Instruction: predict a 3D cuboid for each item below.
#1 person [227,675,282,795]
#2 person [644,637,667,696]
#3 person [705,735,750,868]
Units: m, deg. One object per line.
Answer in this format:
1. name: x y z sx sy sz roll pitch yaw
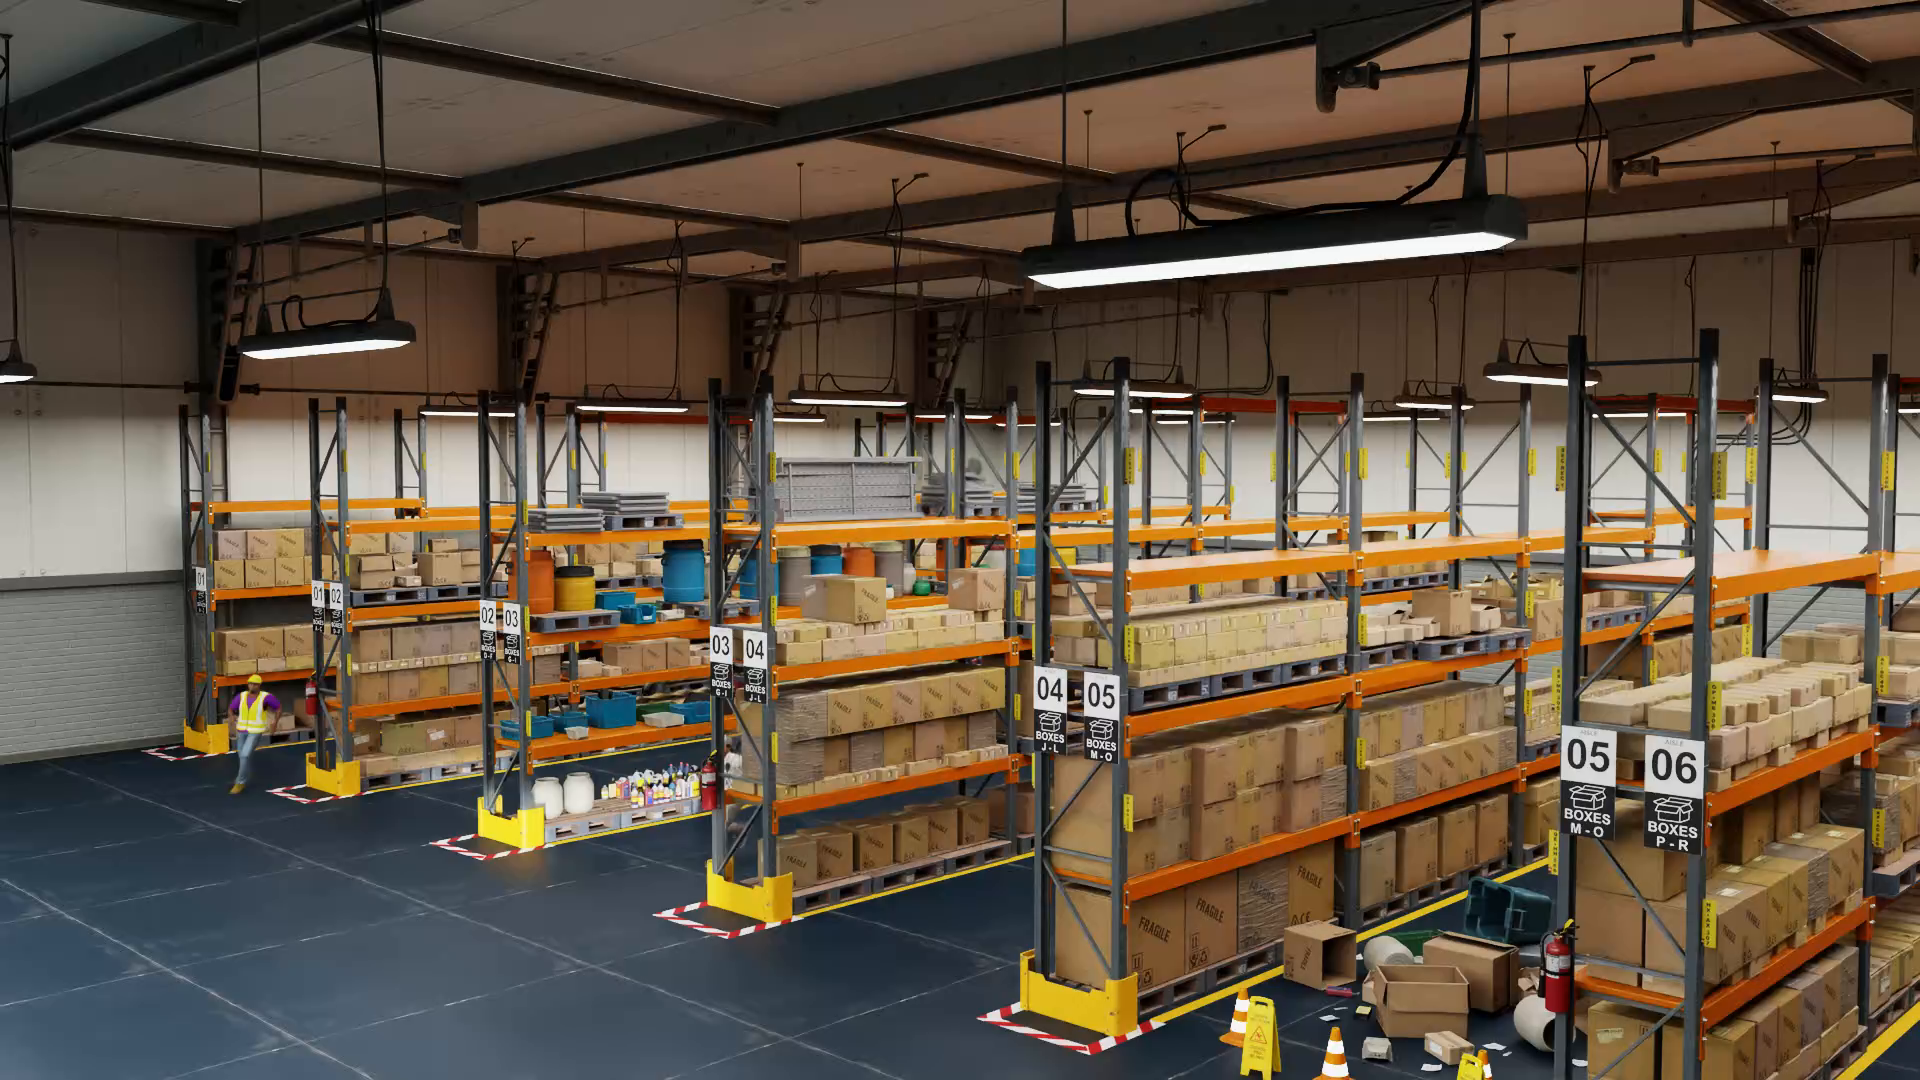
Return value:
1. person: -10.866 2.949 25.479 0.757 1.770 0.874 0 3 3
2. person: -5.939 2.670 32.501 0.569 1.548 0.681 2 4 39
3. person: -2.886 3.261 20.920 0.630 1.651 0.760 2 4 38
